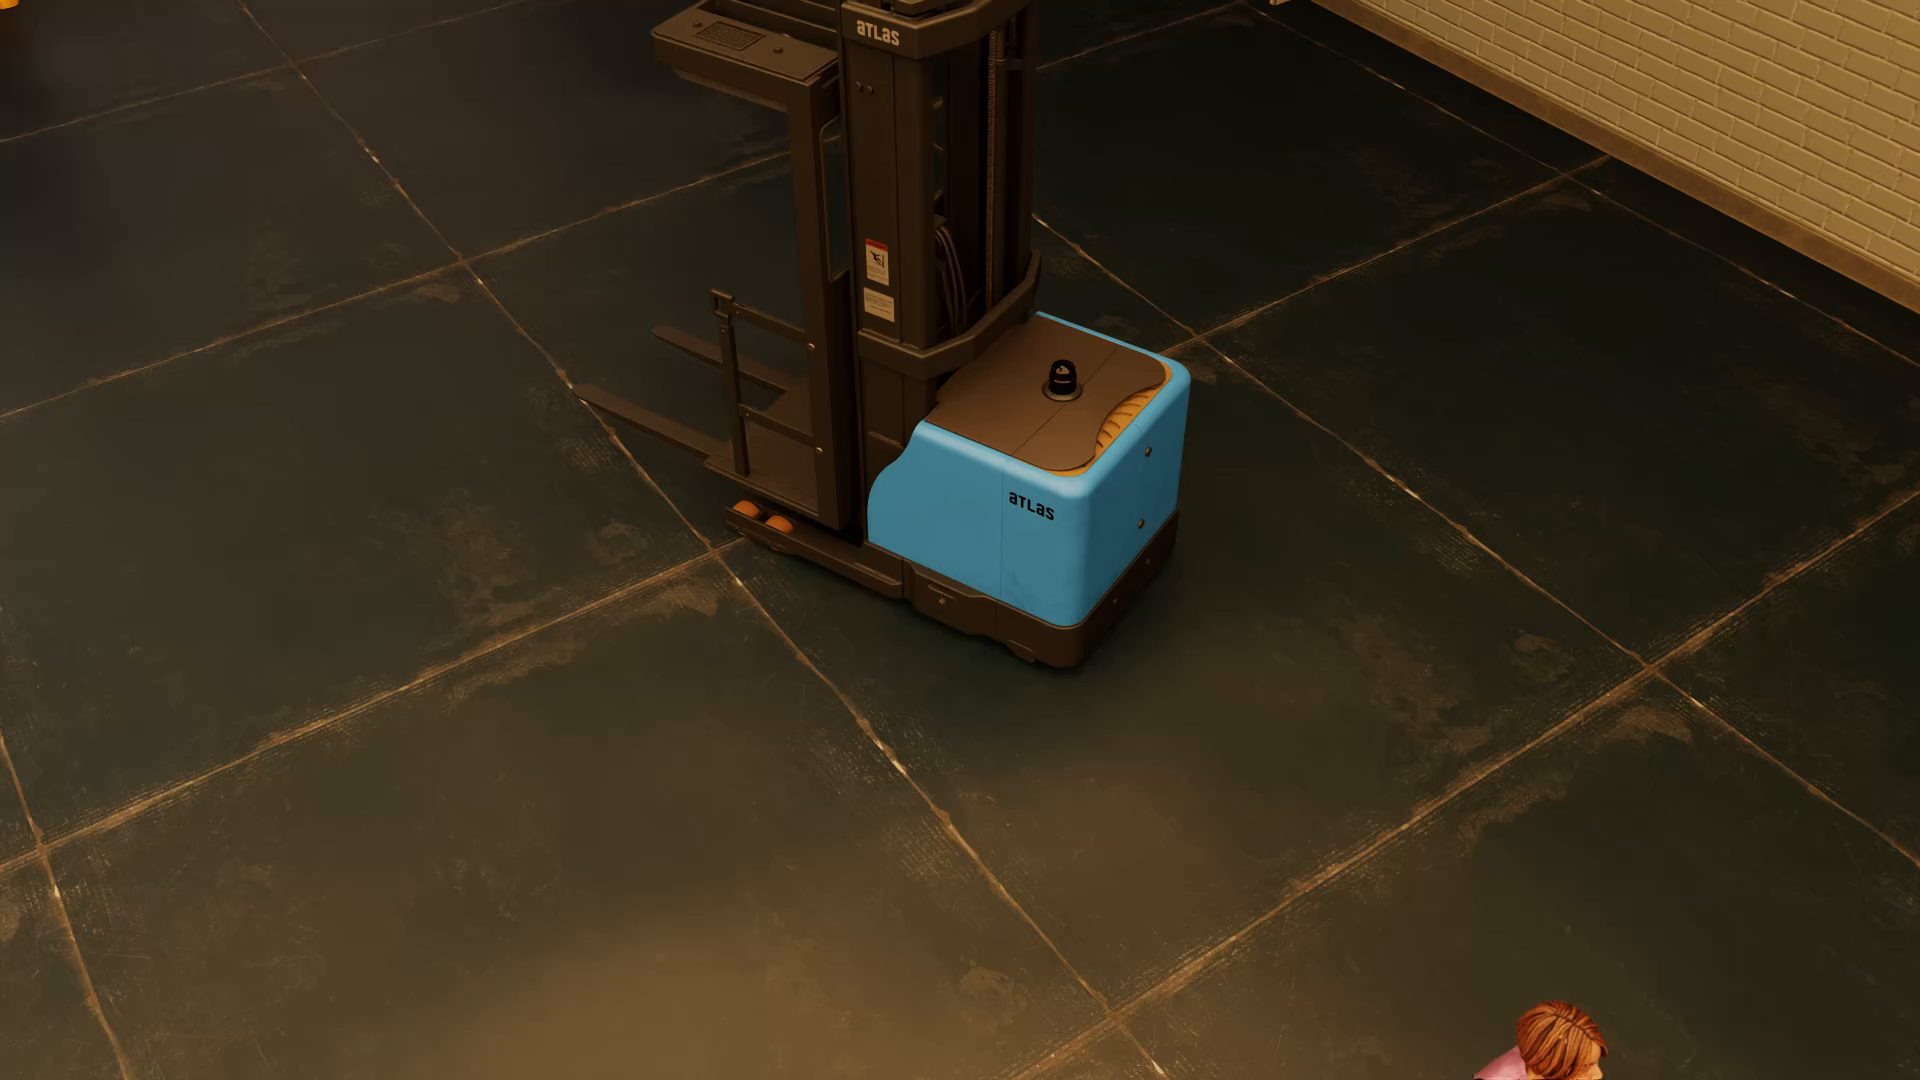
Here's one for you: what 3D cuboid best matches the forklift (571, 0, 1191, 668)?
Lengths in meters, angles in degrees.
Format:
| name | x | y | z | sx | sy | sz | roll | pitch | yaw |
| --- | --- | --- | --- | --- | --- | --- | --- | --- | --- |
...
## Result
| name | x | y | z | sx | sy | sz | roll | pitch | yaw |
| --- | --- | --- | --- | --- | --- | --- | --- | --- | --- |
| forklift | -0.511 | -1.302 | 7.129 | 3.031 | 2.935 | 1.130 | 24 | 48 | 24 |

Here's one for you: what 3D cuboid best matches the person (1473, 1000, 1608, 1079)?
| name | x | y | z | sx | sy | sz | roll | pitch | yaw |
| --- | --- | --- | --- | --- | --- | --- | --- | --- | --- |
| person | 1.578 | 1.872 | 4.665 | 0.503 | 1.605 | 0.454 | -23 | 48 | -23 |
